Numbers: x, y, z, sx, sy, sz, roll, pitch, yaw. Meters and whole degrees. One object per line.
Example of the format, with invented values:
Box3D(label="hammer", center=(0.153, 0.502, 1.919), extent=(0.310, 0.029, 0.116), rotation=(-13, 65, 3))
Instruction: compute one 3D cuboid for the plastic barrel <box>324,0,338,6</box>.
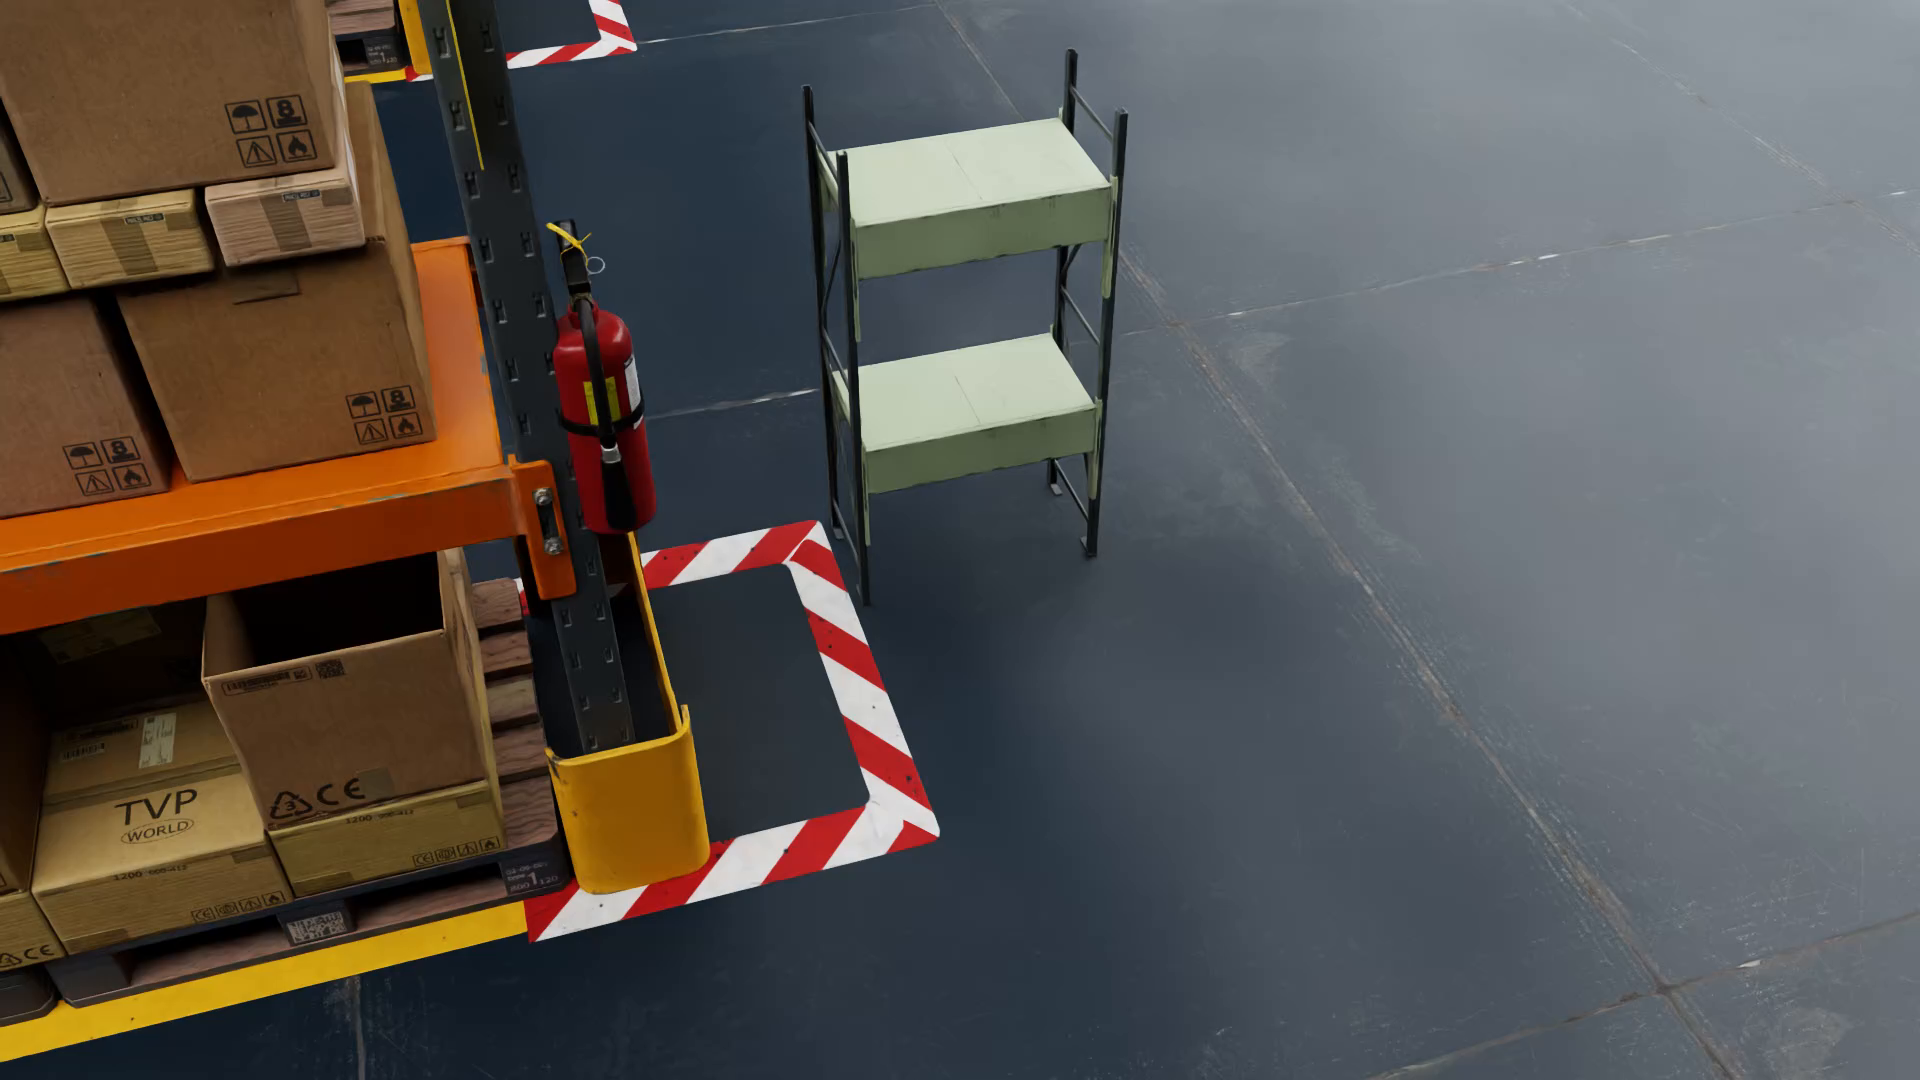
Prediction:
Box3D(label="plastic barrel", center=(-3.083, -2.766, 7.708), extent=(0.421, 0.512, 0.421), rotation=(0, 41, 0))

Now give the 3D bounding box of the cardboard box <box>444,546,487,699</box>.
Box3D(label="cardboard box", center=(-1.573, 0.230, 4.477), extent=(0.500, 0.250, 0.500), rotation=(-12, 42, -13))

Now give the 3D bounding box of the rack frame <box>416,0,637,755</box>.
Box3D(label="rack frame", center=(-0.994, -0.613, 3.672), extent=(0.127, 3.000, 1.000), rotation=(-12, 42, -13))

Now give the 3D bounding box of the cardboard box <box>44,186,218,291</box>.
Box3D(label="cardboard box", center=(-1.551, -0.648, 3.143), extent=(0.250, 0.149, 0.380), rotation=(-11, 42, -12))

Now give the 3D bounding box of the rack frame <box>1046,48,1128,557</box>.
Box3D(label="rack frame", center=(0.355, -0.638, 4.841), extent=(0.023, 1.500, 0.400), rotation=(-12, 42, -13))

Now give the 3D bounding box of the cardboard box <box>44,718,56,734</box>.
Box3D(label="cardboard box", center=(-2.525, 0.430, 4.249), extent=(0.500, 0.250, 0.500), rotation=(-12, 42, -13))

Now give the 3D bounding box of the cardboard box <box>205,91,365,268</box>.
Box3D(label="cardboard box", center=(-1.301, -0.700, 3.203), extent=(0.250, 0.149, 0.380), rotation=(-12, 43, -14))

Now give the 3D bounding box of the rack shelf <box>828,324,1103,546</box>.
Box3D(label="rack shelf", center=(0.006, -0.321, 4.973), extent=(0.720, 0.370, 0.431), rotation=(-12, 42, -13))

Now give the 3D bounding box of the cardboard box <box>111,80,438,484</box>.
Box3D(label="cardboard box", center=(-1.443, -0.567, 3.543), extent=(0.500, 0.500, 0.700), rotation=(-12, 42, -13))

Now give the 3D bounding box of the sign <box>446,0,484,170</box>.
Box3D(label="sign", center=(-0.844, -0.795, 2.821), extent=(0.005, 0.325, 0.100), rotation=(-12, 42, -13))

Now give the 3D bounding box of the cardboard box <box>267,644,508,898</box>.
Box3D(label="cardboard box", center=(-1.417, 0.555, 4.105), extent=(0.500, 0.250, 0.500), rotation=(-12, 42, -13))

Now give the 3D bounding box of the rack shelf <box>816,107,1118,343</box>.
Box3D(label="rack shelf", center=(0.006, -0.860, 4.501), extent=(0.720, 0.370, 0.431), rotation=(-12, 42, -13))

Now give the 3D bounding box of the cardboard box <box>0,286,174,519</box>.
Box3D(label="cardboard box", center=(-1.943, -0.460, 3.421), extent=(0.500, 0.500, 0.700), rotation=(-11, 42, -12))

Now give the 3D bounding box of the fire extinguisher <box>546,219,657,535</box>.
Box3D(label="fire extinguisher", center=(-0.742, -0.316, 3.391), extent=(0.183, 0.674, 0.296), rotation=(-12, 42, -13))

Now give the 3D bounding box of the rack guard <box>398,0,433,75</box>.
Box3D(label="rack guard", center=(-2.537, -2.737, 8.003), extent=(0.348, 0.500, 1.175), rotation=(-12, 42, -13))

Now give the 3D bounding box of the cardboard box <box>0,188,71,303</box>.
Box3D(label="cardboard box", center=(-1.794, -0.597, 3.085), extent=(0.250, 0.149, 0.380), rotation=(-12, 43, -14))

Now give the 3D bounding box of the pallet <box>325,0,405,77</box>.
Box3D(label="pallet", center=(-3.313, -2.471, 7.918), extent=(1.213, 0.211, 1.003), rotation=(-12, 42, -13))

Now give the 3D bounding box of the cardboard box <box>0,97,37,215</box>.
Box3D(label="cardboard box", center=(-1.994, -0.938, 2.981), extent=(0.500, 0.500, 0.700), rotation=(-13, 43, -14))

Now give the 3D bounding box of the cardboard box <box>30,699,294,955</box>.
Box3D(label="cardboard box", center=(-1.890, 0.662, 3.984), extent=(0.500, 0.250, 0.500), rotation=(-12, 42, -13))

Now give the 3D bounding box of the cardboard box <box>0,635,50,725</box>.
Box3D(label="cardboard box", center=(-2.522, 0.155, 3.994), extent=(0.500, 0.500, 0.500), rotation=(-12, 42, -13))

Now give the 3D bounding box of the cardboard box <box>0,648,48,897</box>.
Box3D(label="cardboard box", center=(-2.366, 0.481, 3.620), extent=(0.500, 0.500, 0.500), rotation=(-12, 42, -13))

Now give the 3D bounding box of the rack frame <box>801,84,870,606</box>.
Box3D(label="rack frame", center=(-0.343, -0.494, 4.675), extent=(0.023, 1.500, 0.400), rotation=(-12, 42, -13))

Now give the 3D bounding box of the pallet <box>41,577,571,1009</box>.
Box3D(label="pallet", center=(-1.711, 0.614, 4.387), extent=(1.213, 0.211, 1.003), rotation=(-12, 42, -13))

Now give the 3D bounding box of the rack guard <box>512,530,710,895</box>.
Box3D(label="rack guard", center=(-0.971, 0.323, 4.500), extent=(0.348, 0.500, 1.175), rotation=(-12, 42, -13))

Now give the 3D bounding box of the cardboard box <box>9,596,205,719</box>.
Box3D(label="cardboard box", center=(-2.049, 0.048, 4.116), extent=(0.500, 0.500, 0.500), rotation=(-12, 42, -13))

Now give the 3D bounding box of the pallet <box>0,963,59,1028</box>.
Box3D(label="pallet", center=(-2.873, 0.853, 4.113), extent=(1.213, 0.211, 1.003), rotation=(-12, 42, -13))

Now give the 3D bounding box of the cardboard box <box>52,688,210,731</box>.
Box3D(label="cardboard box", center=(-2.048, 0.331, 4.362), extent=(0.500, 0.250, 0.500), rotation=(-12, 42, -13))

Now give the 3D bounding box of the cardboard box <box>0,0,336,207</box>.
Box3D(label="cardboard box", center=(-1.494, -1.045, 3.104), extent=(0.500, 0.500, 0.700), rotation=(-12, 42, -13))

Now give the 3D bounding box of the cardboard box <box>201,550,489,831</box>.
Box3D(label="cardboard box", center=(-1.416, 0.274, 3.857), extent=(0.500, 0.500, 0.500), rotation=(-12, 42, -13))

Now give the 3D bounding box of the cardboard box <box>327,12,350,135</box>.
Box3D(label="cardboard box", center=(-1.433, -0.953, 3.492), extent=(0.250, 0.149, 0.380), rotation=(-12, 43, -13))

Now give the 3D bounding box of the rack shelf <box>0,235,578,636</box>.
Box3D(label="rack shelf", center=(-2.902, 0.053, 3.457), extent=(4.000, 0.370, 1.077), rotation=(-12, 42, -13))

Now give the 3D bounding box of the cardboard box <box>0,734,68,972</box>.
Box3D(label="cardboard box", center=(-2.367, 0.762, 3.869), extent=(0.500, 0.250, 0.500), rotation=(-12, 42, -13))

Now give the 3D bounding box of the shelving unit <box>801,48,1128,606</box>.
Box3D(label="shelving unit", center=(0.006, -0.566, 4.758), extent=(0.755, 1.500, 0.431), rotation=(-12, 42, -13))
